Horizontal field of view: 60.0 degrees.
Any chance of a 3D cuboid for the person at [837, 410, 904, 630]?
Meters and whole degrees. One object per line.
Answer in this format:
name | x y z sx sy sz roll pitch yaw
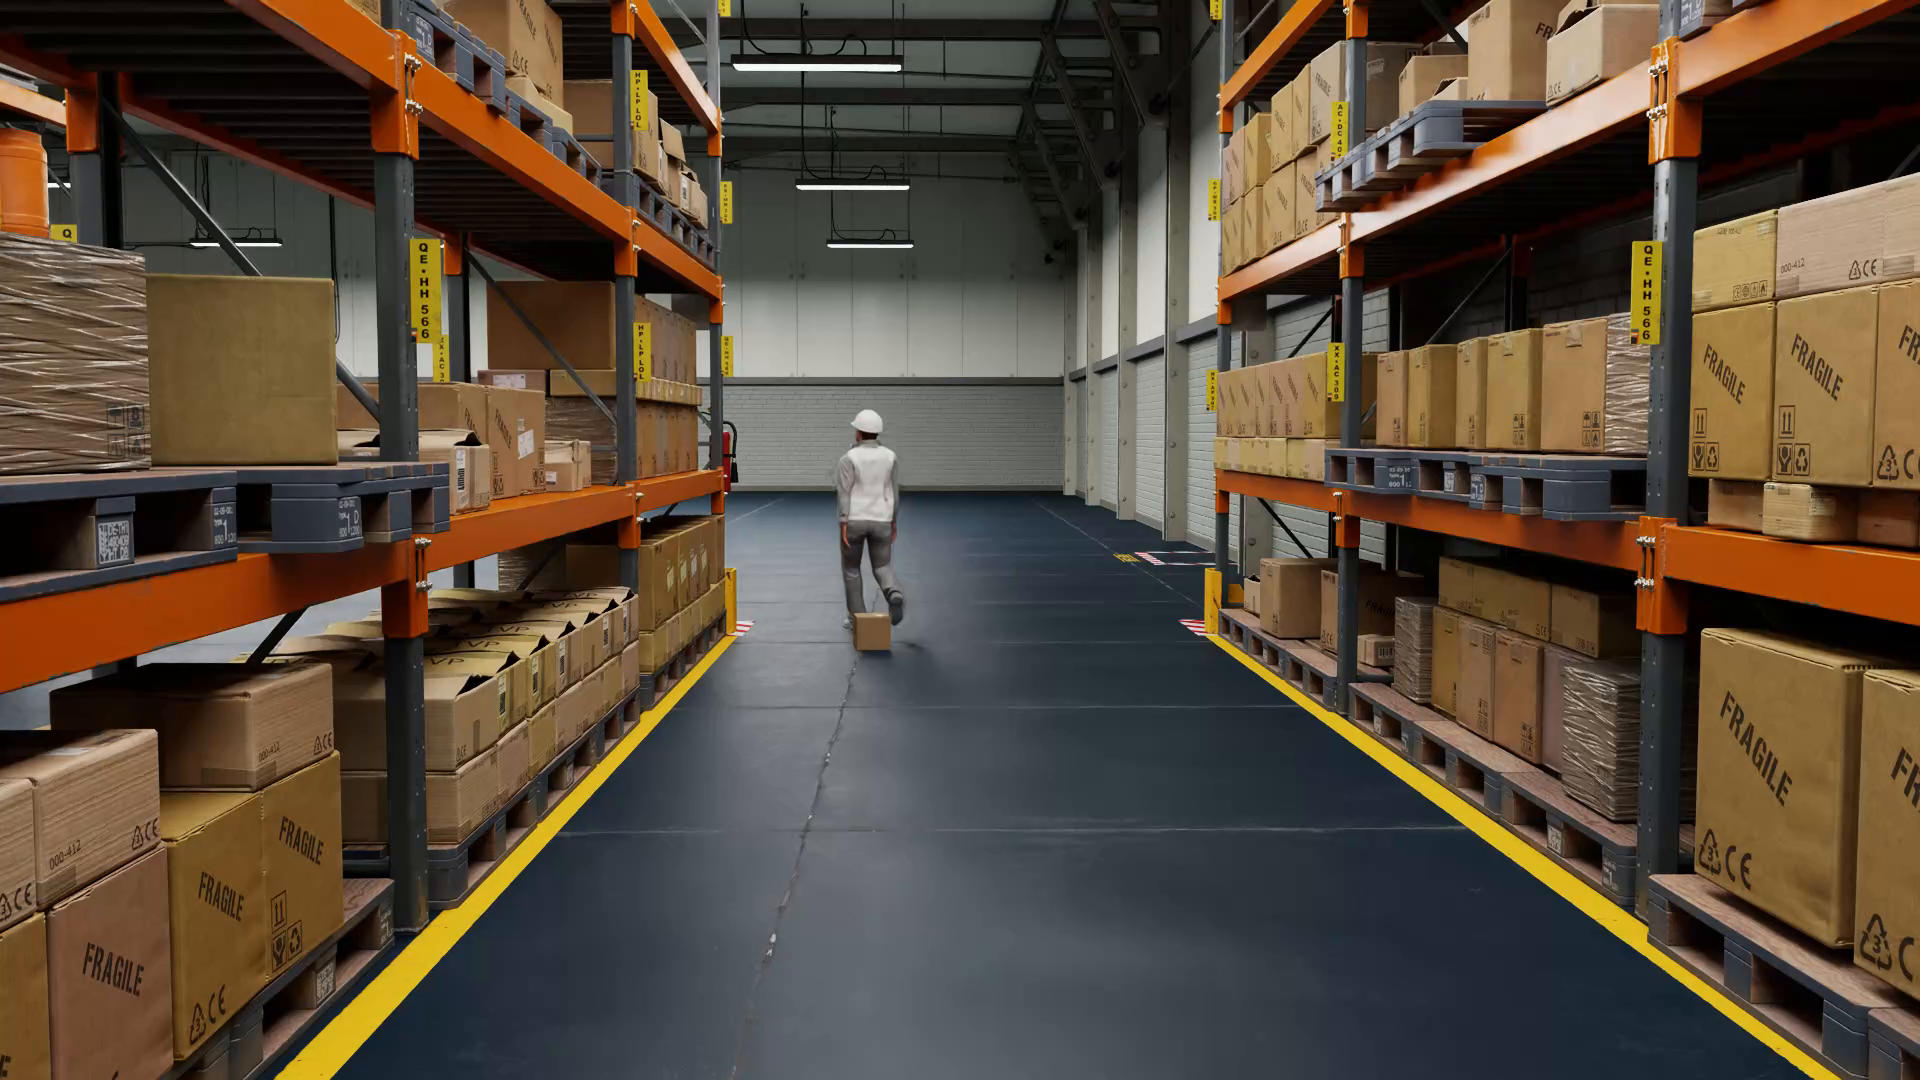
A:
person | -0.722 -0.151 13.111 0.531 1.749 0.715 -1 4 -22
